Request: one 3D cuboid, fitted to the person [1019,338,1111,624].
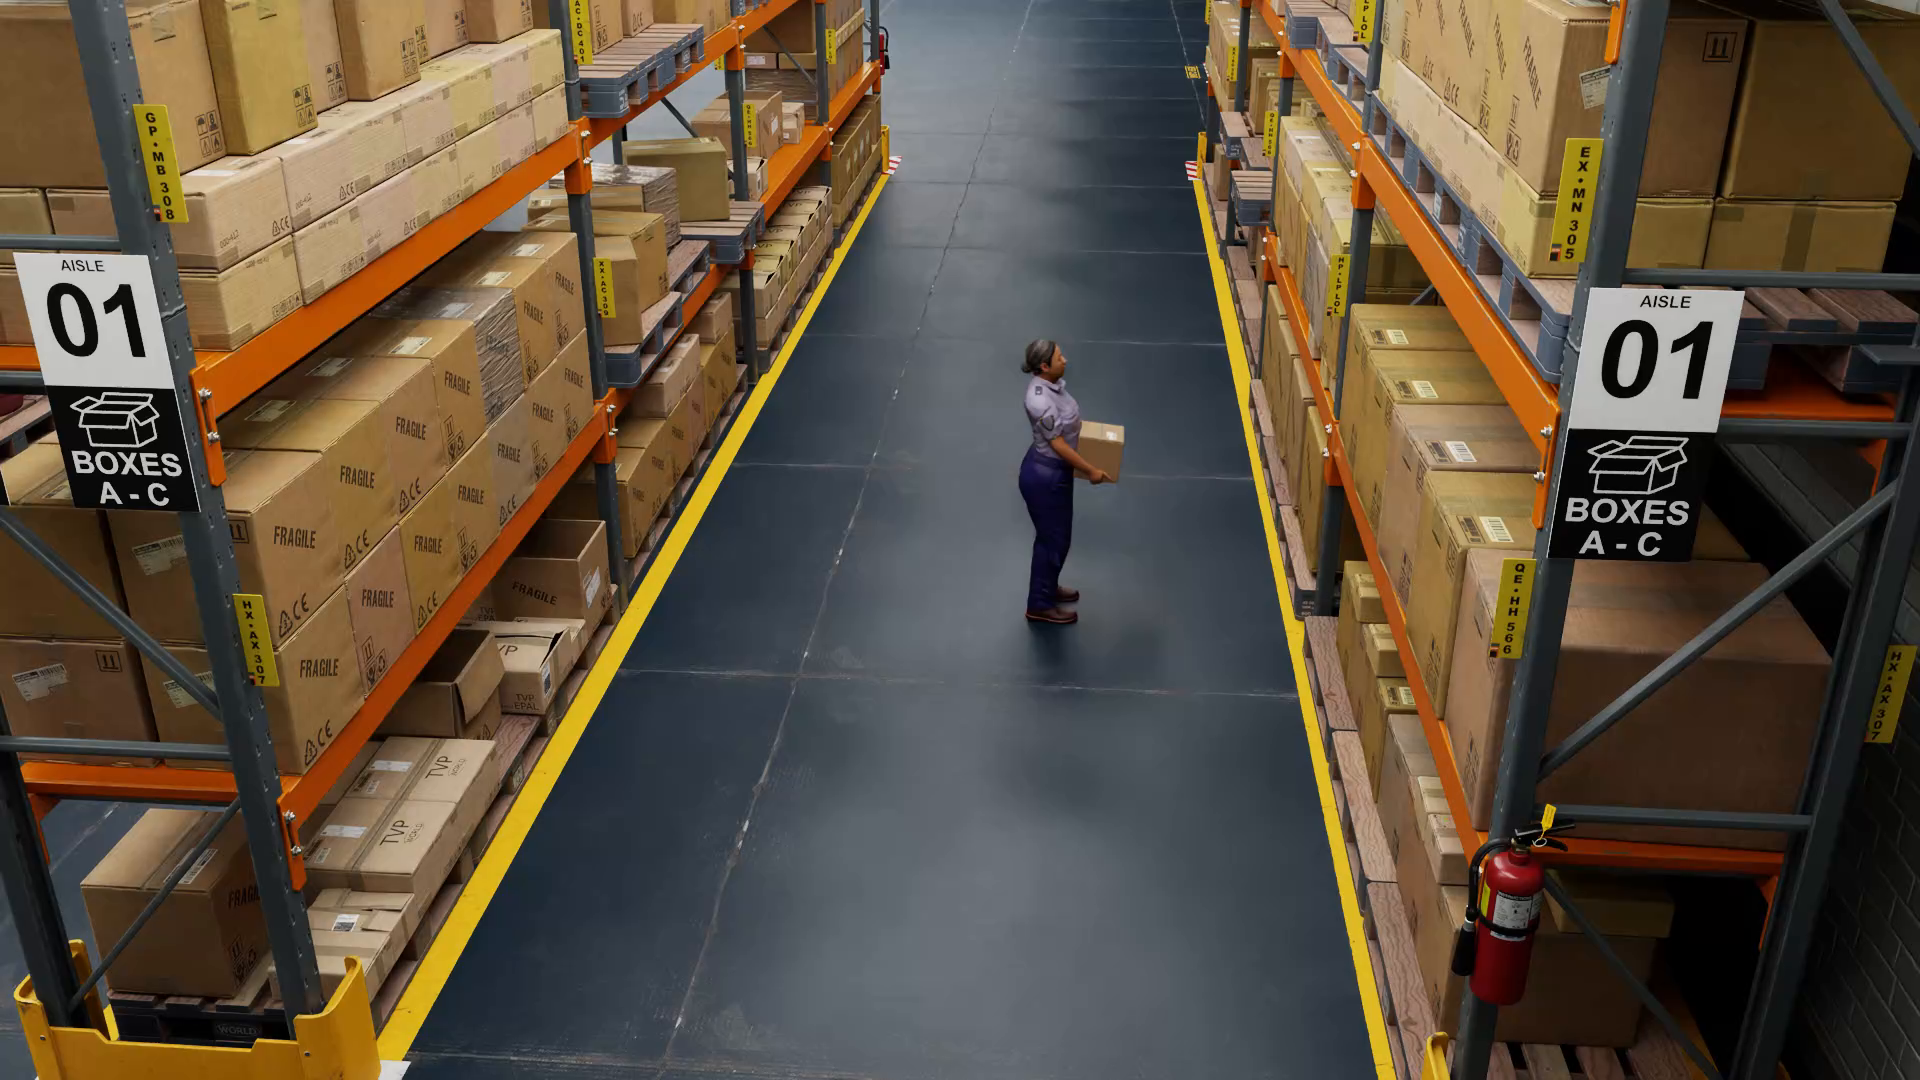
[{"bbox_3d":[0.595,-0.338,9.388,0.509,1.624,0.453,2,25,5],"label":"person"}]
